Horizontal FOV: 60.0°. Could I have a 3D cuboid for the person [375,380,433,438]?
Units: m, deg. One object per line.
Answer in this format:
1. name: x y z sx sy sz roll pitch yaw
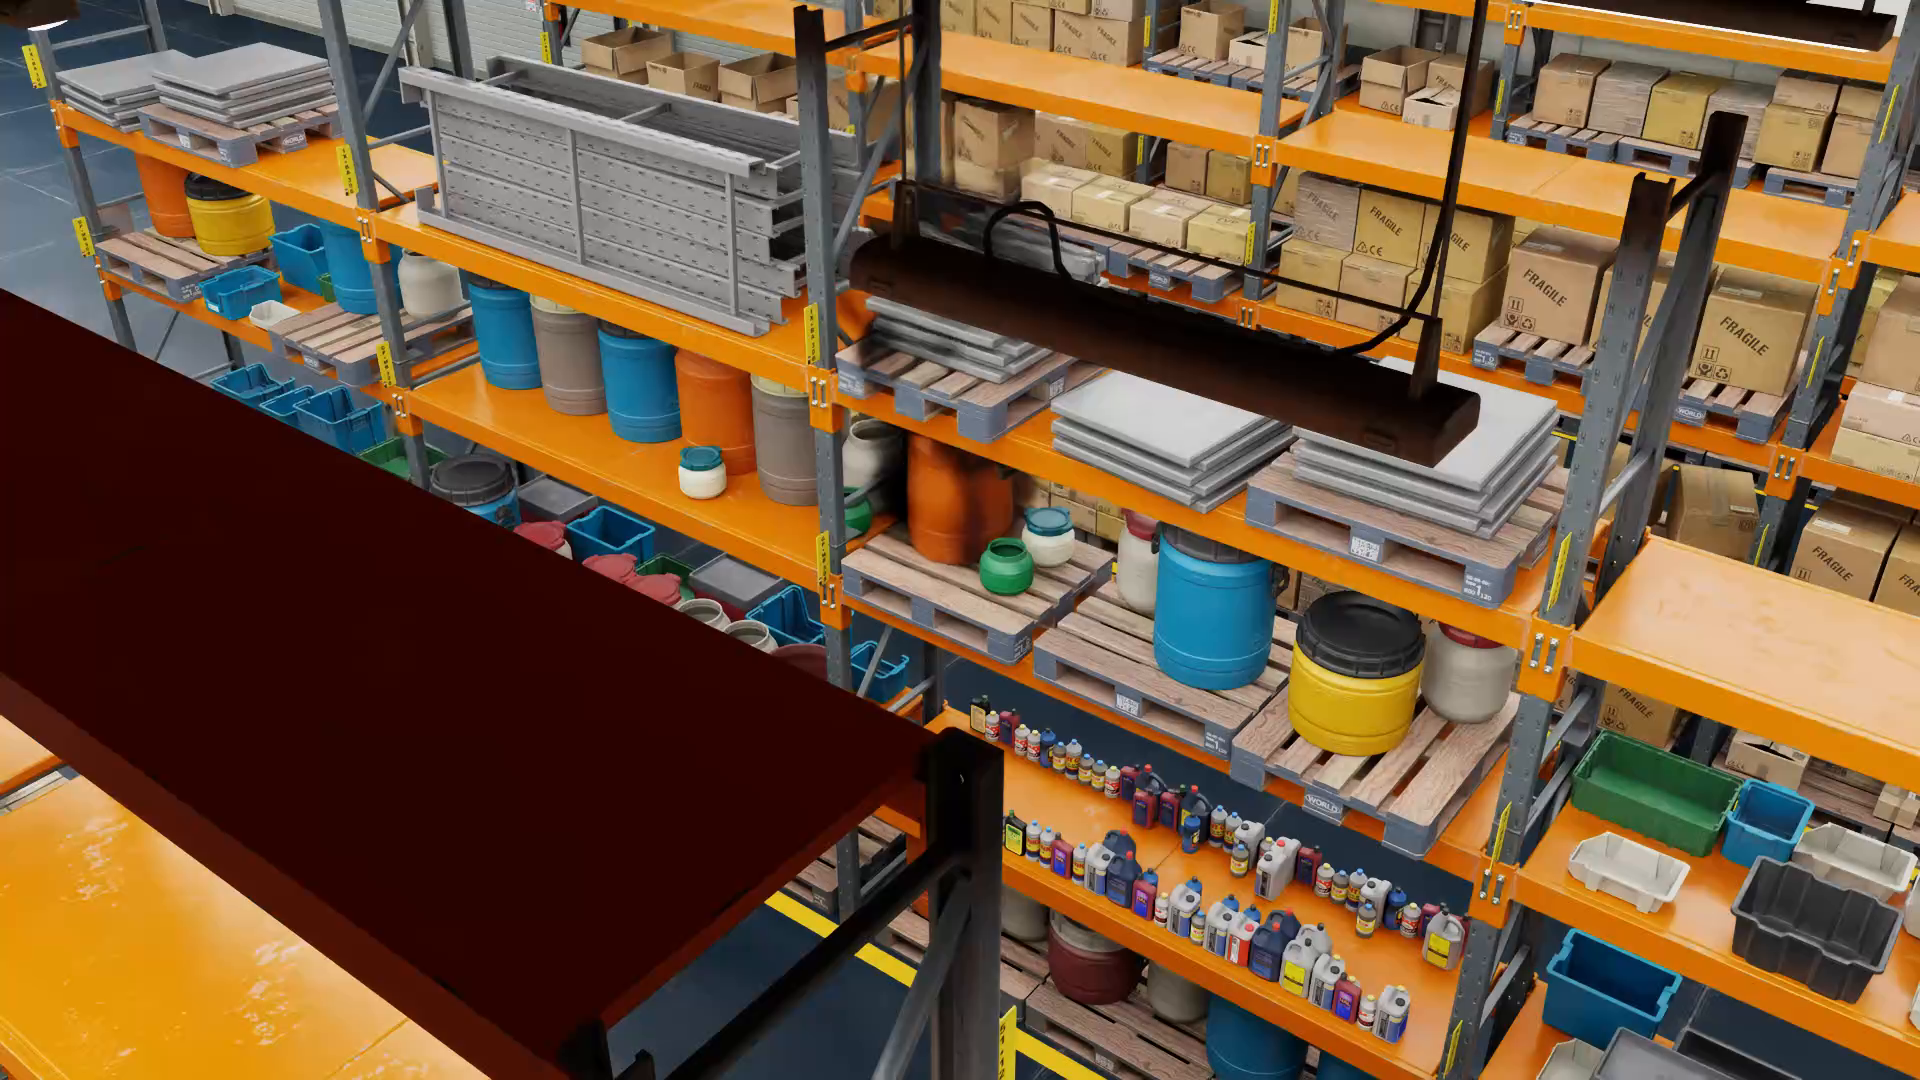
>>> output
1. person: -5.237 -1.264 15.775 0.628 1.679 0.614 19 36 28
